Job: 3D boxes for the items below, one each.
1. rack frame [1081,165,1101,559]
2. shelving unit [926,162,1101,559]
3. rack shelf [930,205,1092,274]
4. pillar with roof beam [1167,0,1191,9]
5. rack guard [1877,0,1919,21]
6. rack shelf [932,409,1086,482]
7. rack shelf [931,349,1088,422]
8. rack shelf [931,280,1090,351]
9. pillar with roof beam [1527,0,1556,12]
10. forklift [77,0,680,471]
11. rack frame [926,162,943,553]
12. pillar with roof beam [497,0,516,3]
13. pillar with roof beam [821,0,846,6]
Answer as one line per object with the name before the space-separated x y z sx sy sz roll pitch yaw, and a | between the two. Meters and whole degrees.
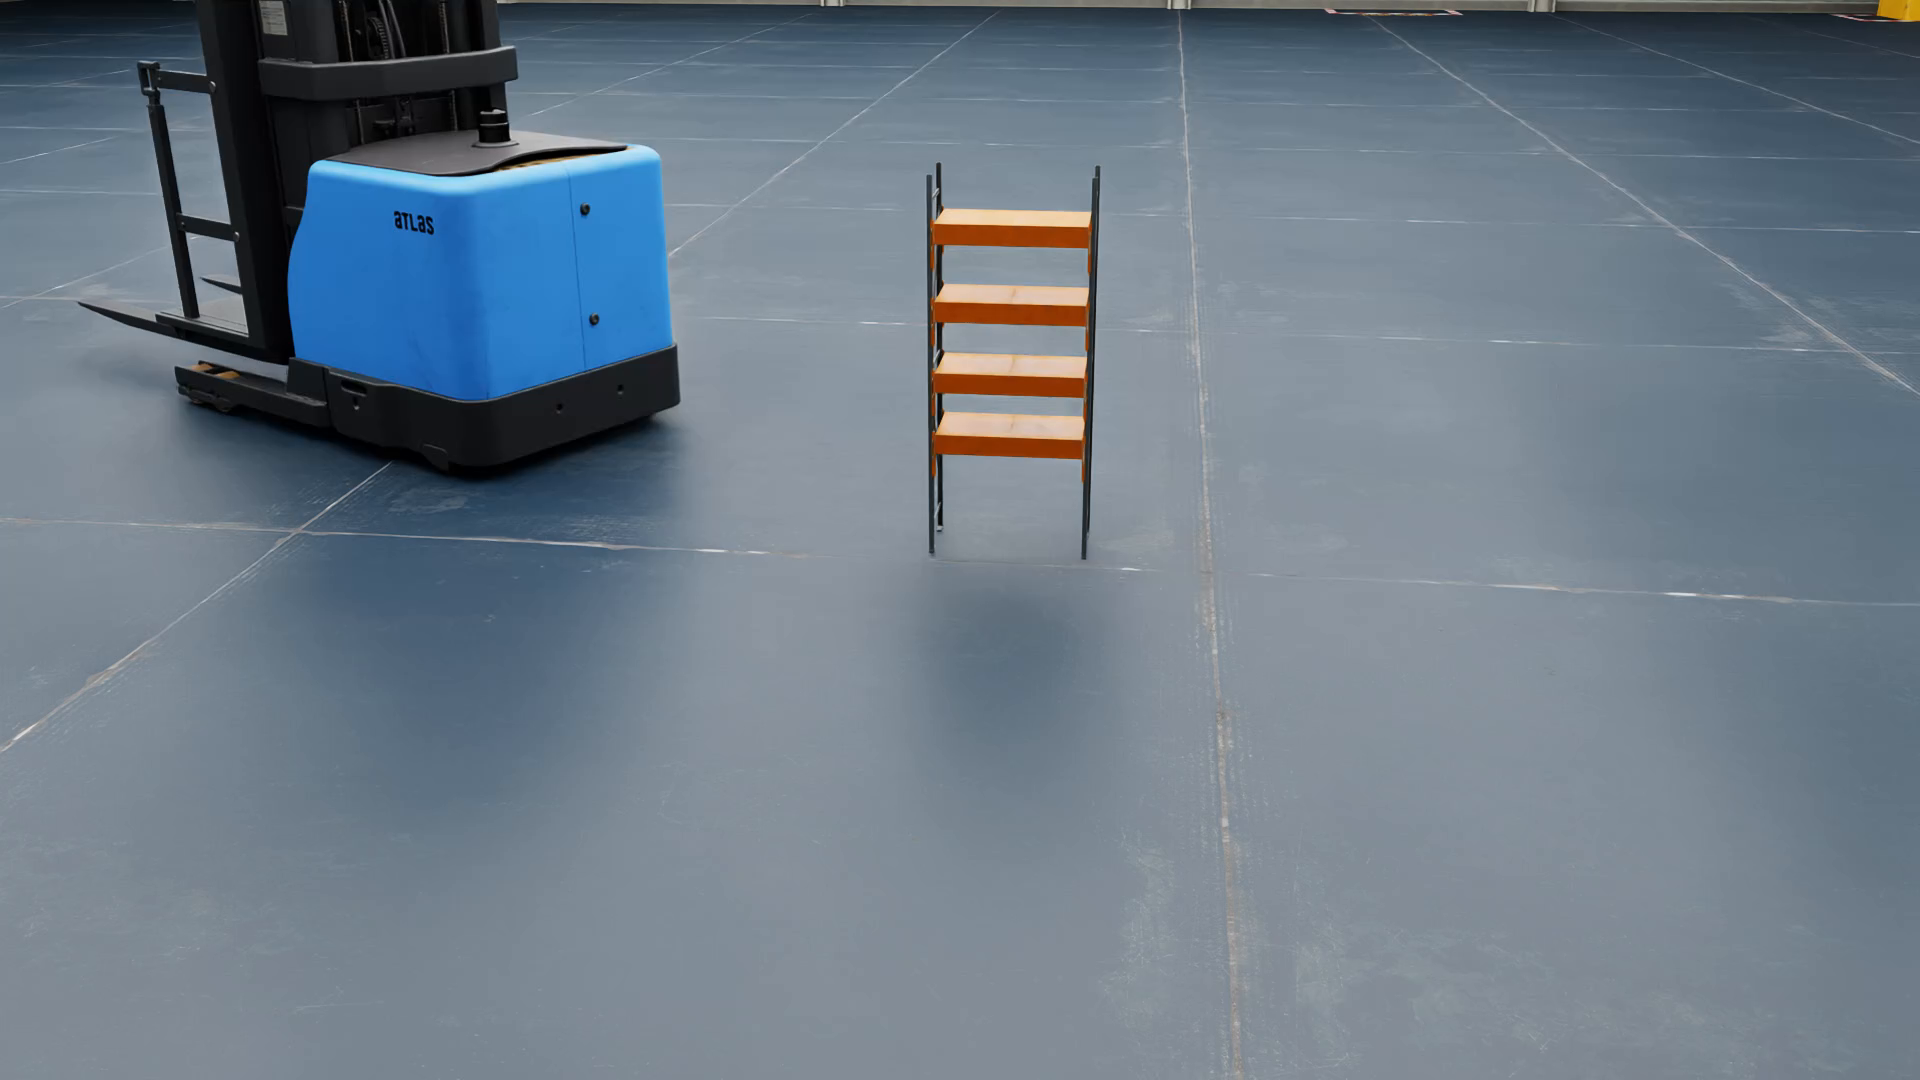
rack frame | 0.407 -0.540 5.174 0.015 1.200 0.240 2 22 6
shelving unit | 0.164 -0.551 5.201 0.503 1.200 0.258 2 22 6
rack shelf | 0.164 -0.916 5.057 0.480 0.148 0.258 2 22 6
pillar with roof beam | 3.239 -11.706 22.810 0.400 9.000 9.100 2 22 6
rack guard | 14.941 -8.517 26.304 0.348 0.500 1.175 2 22 6
rack shelf | 0.164 -0.304 5.299 0.480 0.148 0.258 2 22 6
rack shelf | 0.164 -0.488 5.226 0.480 0.148 0.258 2 22 6
rack shelf | 0.164 -0.696 5.144 0.480 0.148 0.258 2 22 6
pillar with roof beam | 9.197 -11.446 22.153 0.400 9.000 9.100 2 22 6
forklift | -2.609 -2.021 6.566 3.031 2.935 1.130 15 26 33
rack frame | -0.078 -0.561 5.228 0.015 1.200 0.240 2 22 6
pillar with roof beam | -8.678 -12.225 24.123 0.400 9.000 9.100 2 22 6
pillar with roof beam | -2.719 -11.966 23.466 0.400 9.000 9.100 2 22 6
